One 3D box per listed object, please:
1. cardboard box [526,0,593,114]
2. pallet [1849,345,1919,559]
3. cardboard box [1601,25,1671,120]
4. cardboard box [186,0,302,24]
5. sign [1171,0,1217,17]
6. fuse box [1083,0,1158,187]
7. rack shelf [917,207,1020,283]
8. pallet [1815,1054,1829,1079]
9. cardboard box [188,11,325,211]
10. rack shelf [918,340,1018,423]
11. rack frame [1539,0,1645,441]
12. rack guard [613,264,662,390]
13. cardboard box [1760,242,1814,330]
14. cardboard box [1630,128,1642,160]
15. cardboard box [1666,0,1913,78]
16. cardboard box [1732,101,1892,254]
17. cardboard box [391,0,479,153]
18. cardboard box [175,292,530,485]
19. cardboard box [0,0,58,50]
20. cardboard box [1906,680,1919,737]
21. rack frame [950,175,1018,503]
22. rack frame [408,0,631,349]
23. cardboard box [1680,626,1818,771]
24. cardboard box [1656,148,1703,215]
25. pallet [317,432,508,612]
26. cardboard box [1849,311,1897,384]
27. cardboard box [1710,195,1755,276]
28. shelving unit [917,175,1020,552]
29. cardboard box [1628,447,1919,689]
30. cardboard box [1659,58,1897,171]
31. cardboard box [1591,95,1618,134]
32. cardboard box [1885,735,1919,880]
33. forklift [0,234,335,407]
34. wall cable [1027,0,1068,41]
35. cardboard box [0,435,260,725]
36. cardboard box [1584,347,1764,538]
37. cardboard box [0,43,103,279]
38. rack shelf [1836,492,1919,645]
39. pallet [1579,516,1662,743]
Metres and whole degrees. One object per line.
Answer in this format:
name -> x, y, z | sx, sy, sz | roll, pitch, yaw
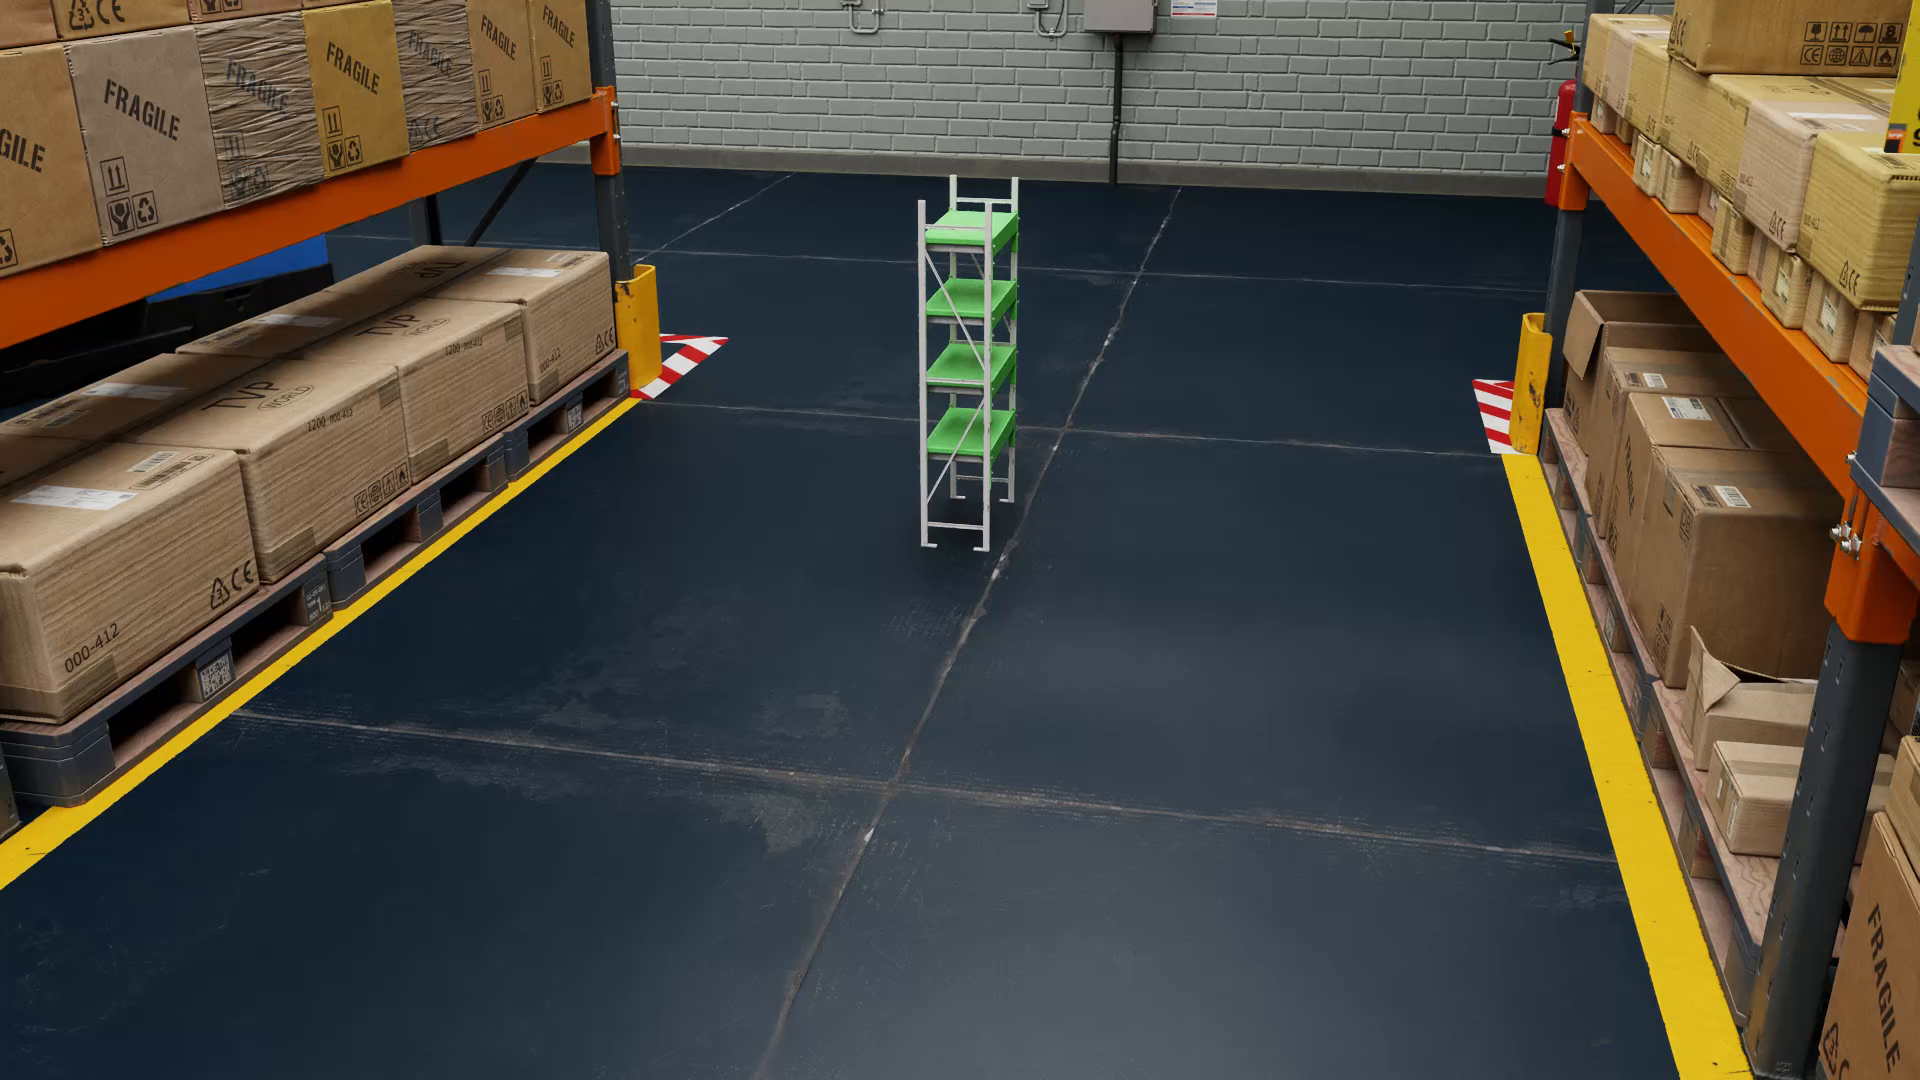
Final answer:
cardboard box -> -1.834, -2.012, 6.702 | 0.500, 0.500, 0.500 | 5, 22, 11
pallet -> 1.779, 0.050, 1.971 | 1.003, 0.211, 1.213 | 4, 22, 11
cardboard box -> 2.406, -1.524, 5.426 | 0.500, 0.250, 0.500 | 5, 22, 11
cardboard box -> -2.252, -1.736, 4.678 | 0.500, 0.500, 0.500 | 5, 22, 12
sign -> 1.685, -4.007, 11.915 | 0.329, 0.494, 0.001 | 4, 22, 11
fuse box -> 1.160, -3.416, 12.044 | 0.539, 1.711, 0.414 | 4, 22, 11
rack shelf -> 0.034, -1.003, 5.624 | 0.258, 0.148, 0.480 | 4, 22, 11
pallet -> 1.920, 1.271, 2.415 | 1.003, 0.211, 1.213 | 4, 22, 11
cardboard box -> -2.245, -1.263, 4.841 | 0.500, 0.500, 0.500 | 5, 22, 11
rack shelf -> 0.034, -0.558, 5.804 | 0.258, 0.148, 0.480 | 4, 22, 11
rack frame -> 2.865, -1.786, 6.272 | 1.000, 3.000, 0.127 | 4, 22, 11
rack guard -> -1.990, -1.012, 7.697 | 1.175, 0.500, 0.348 | 4, 22, 11
cardboard box -> 1.928, -0.536, 3.505 | 0.380, 0.149, 0.250 | 5, 22, 12
cardboard box -> 2.392, -1.287, 5.370 | 0.380, 0.149, 0.250 | 5, 23, 13
cardboard box -> 2.203, -1.508, 4.381 | 0.500, 0.500, 0.500 | 5, 22, 12
cardboard box -> 2.002, -0.780, 3.579 | 0.500, 0.250, 0.500 | 5, 22, 11
cardboard box -> -2.047, -1.641, 5.780 | 0.500, 0.500, 0.500 | 5, 22, 12
cardboard box -> -2.210, -0.585, 6.158 | 0.875, 0.438, 0.875 | 5, 22, 12
cardboard box -> -2.477, -1.366, 3.757 | 0.500, 0.500, 0.500 | 5, 22, 11
cardboard box -> 2.415, 0.506, 3.619 | 0.500, 0.311, 0.500 | 5, 23, 13
rack frame -> 0.084, -0.706, 6.001 | 0.240, 1.200, 0.015 | 4, 22, 11
rack frame -> -1.995, -2.163, 7.208 | 1.000, 3.000, 0.127 | 4, 22, 11
cardboard box -> 1.948, 0.394, 3.958 | 0.396, 0.266, 0.258 | 5, 23, 13
cardboard box -> 2.184, -1.005, 4.669 | 0.380, 0.149, 0.250 | 5, 22, 12
pallet -> -2.333, -0.126, 5.884 | 1.003, 0.211, 1.213 | 4, 22, 11
cardboard box -> 1.867, -0.342, 3.024 | 0.380, 0.149, 0.250 | 5, 22, 12
cardboard box -> 2.033, -0.725, 3.976 | 0.380, 0.149, 0.250 | 4, 22, 10
shelving unit -> 0.034, -0.617, 5.780 | 0.258, 1.200, 0.503 | 4, 22, 11
cardboard box -> 2.223, 0.085, 4.412 | 0.700, 0.500, 0.500 | 4, 22, 9
cardboard box -> 2.222, -1.150, 4.496 | 0.500, 0.250, 0.500 | 4, 22, 10
cardboard box -> 2.529, -1.570, 6.073 | 0.380, 0.149, 0.250 | 4, 22, 11
cardboard box -> 1.715, 0.452, 2.632 | 0.380, 0.149, 0.250 | 6, 23, 13
forklift -> -4.469, -2.143, 7.250 | 1.130, 2.935, 3.031 | 14, 26, 30
wall cable -> 0.524, -4.594, 11.885 | 0.588, 1.984, 0.122 | 4, 22, 11
cardboard box -> -2.578, 0.072, 4.526 | 0.875, 0.438, 0.875 | 4, 22, 10
cardboard box -> 2.435, -0.295, 5.354 | 0.700, 0.500, 0.500 | 5, 23, 13
cardboard box -> -2.459, -0.898, 3.934 | 0.500, 0.500, 0.500 | 5, 23, 13
rack shelf -> 1.641, 0.742, 0.958 | 1.077, 0.370, 4.000 | 4, 22, 11
pallet -> 2.437, 0.272, 4.896 | 1.003, 0.211, 1.213 | 4, 22, 11
